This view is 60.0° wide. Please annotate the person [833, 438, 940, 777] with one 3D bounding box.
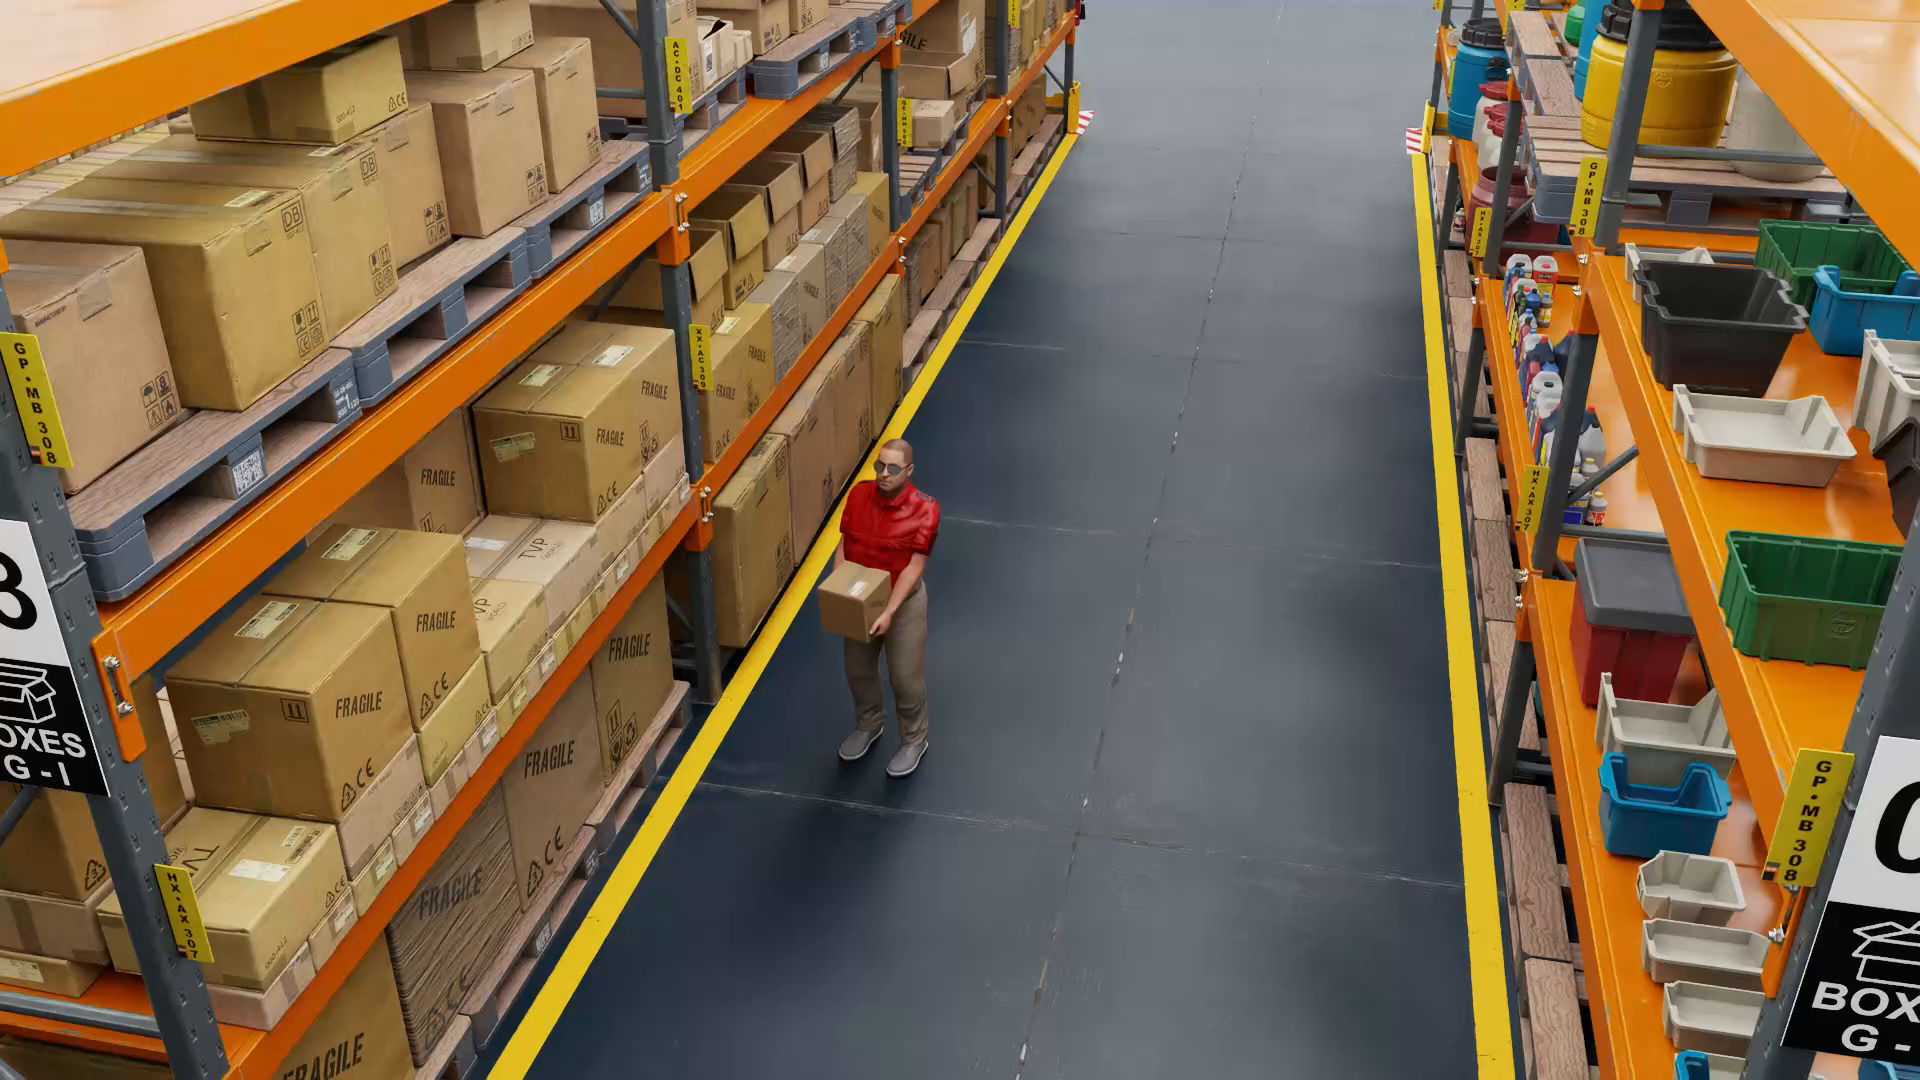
[{"bbox_3d":[-0.389,0.359,7.993,0.494,1.712,0.537,14,32,24],"label":"person"}]
